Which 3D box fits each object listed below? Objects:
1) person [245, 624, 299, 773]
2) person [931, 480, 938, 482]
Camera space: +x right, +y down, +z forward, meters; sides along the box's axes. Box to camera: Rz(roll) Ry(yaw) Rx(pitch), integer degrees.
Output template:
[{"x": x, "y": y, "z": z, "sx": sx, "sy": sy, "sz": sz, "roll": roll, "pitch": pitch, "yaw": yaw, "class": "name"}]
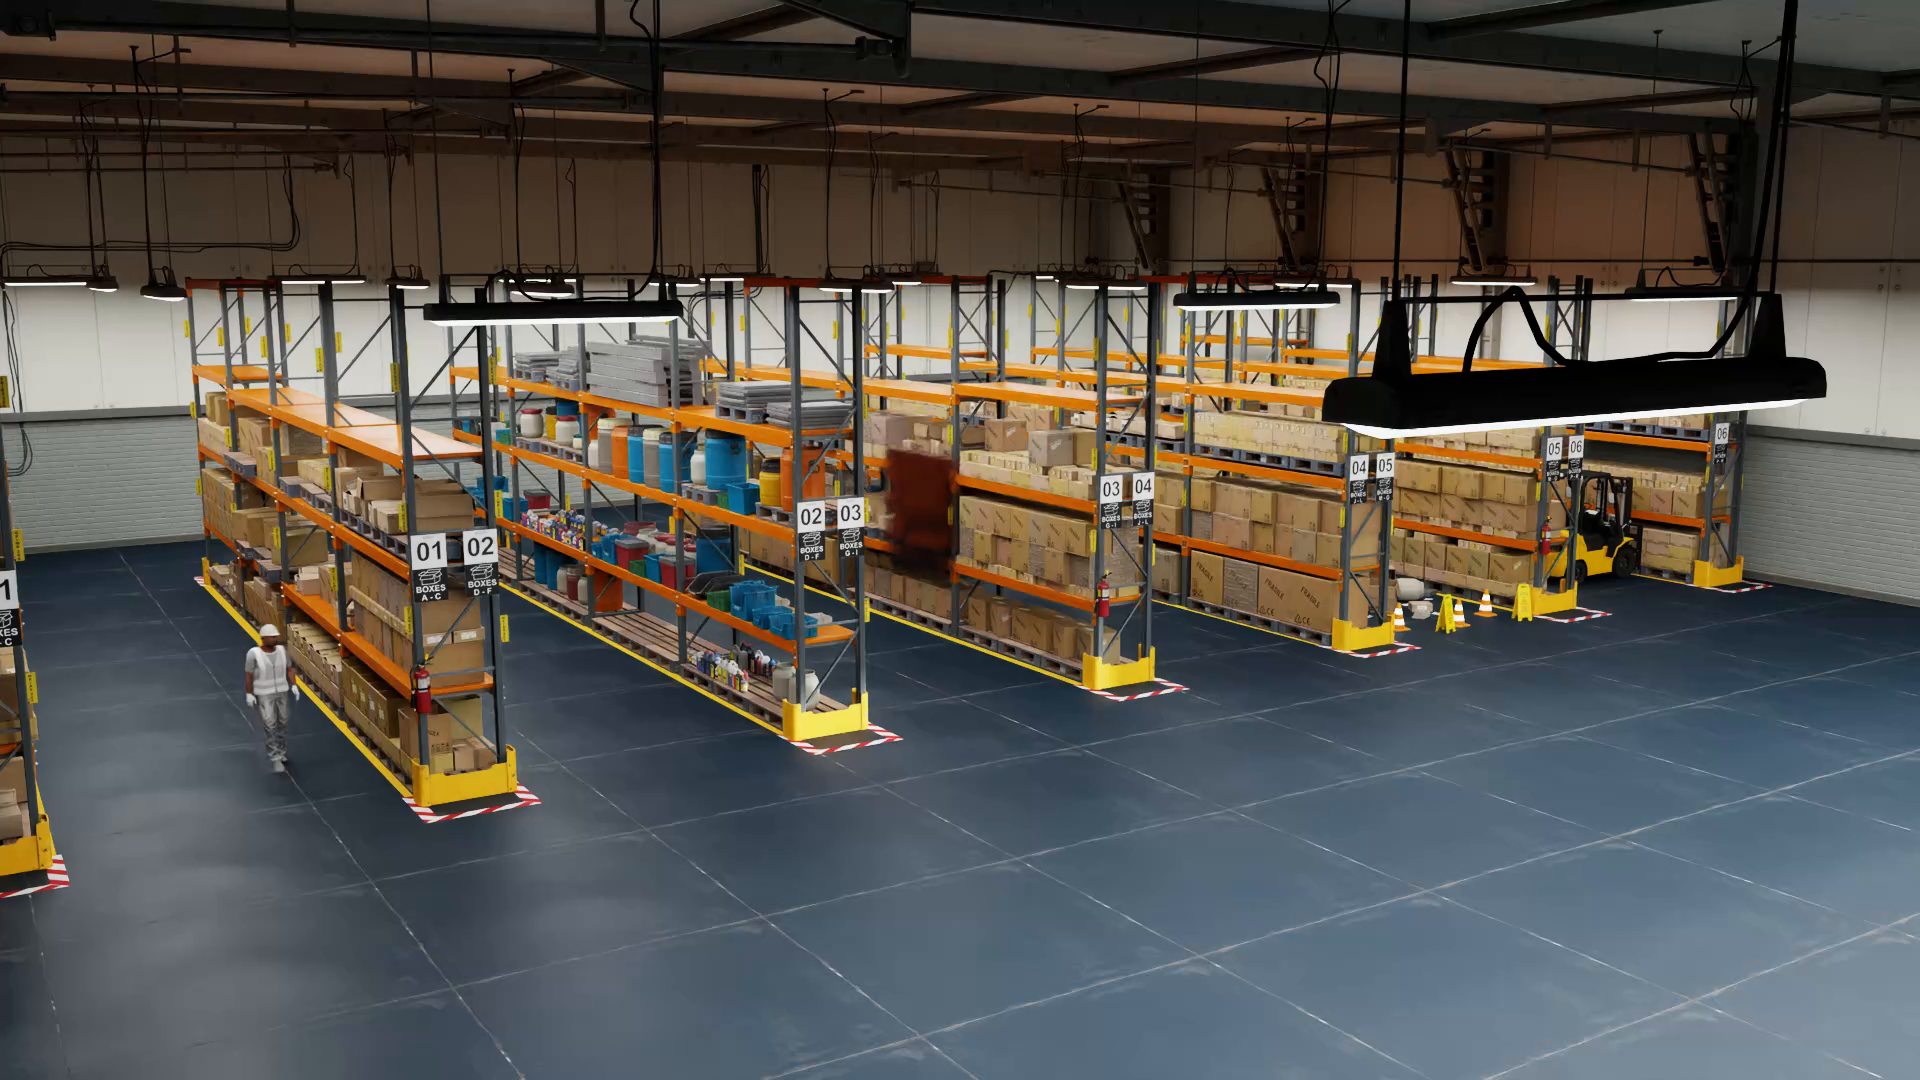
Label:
[{"x": -8.605, "y": 1.979, "z": 20.959, "sx": 0.684, "sy": 1.801, "sz": 0.576, "roll": 9, "pitch": 13, "yaw": 42, "class": "person"}, {"x": -0.470, "y": -0.386, "z": 35.002, "sx": 0.467, "sy": 1.767, "sz": 0.616, "roll": 4, "pitch": 10, "yaw": 22, "class": "person"}]
